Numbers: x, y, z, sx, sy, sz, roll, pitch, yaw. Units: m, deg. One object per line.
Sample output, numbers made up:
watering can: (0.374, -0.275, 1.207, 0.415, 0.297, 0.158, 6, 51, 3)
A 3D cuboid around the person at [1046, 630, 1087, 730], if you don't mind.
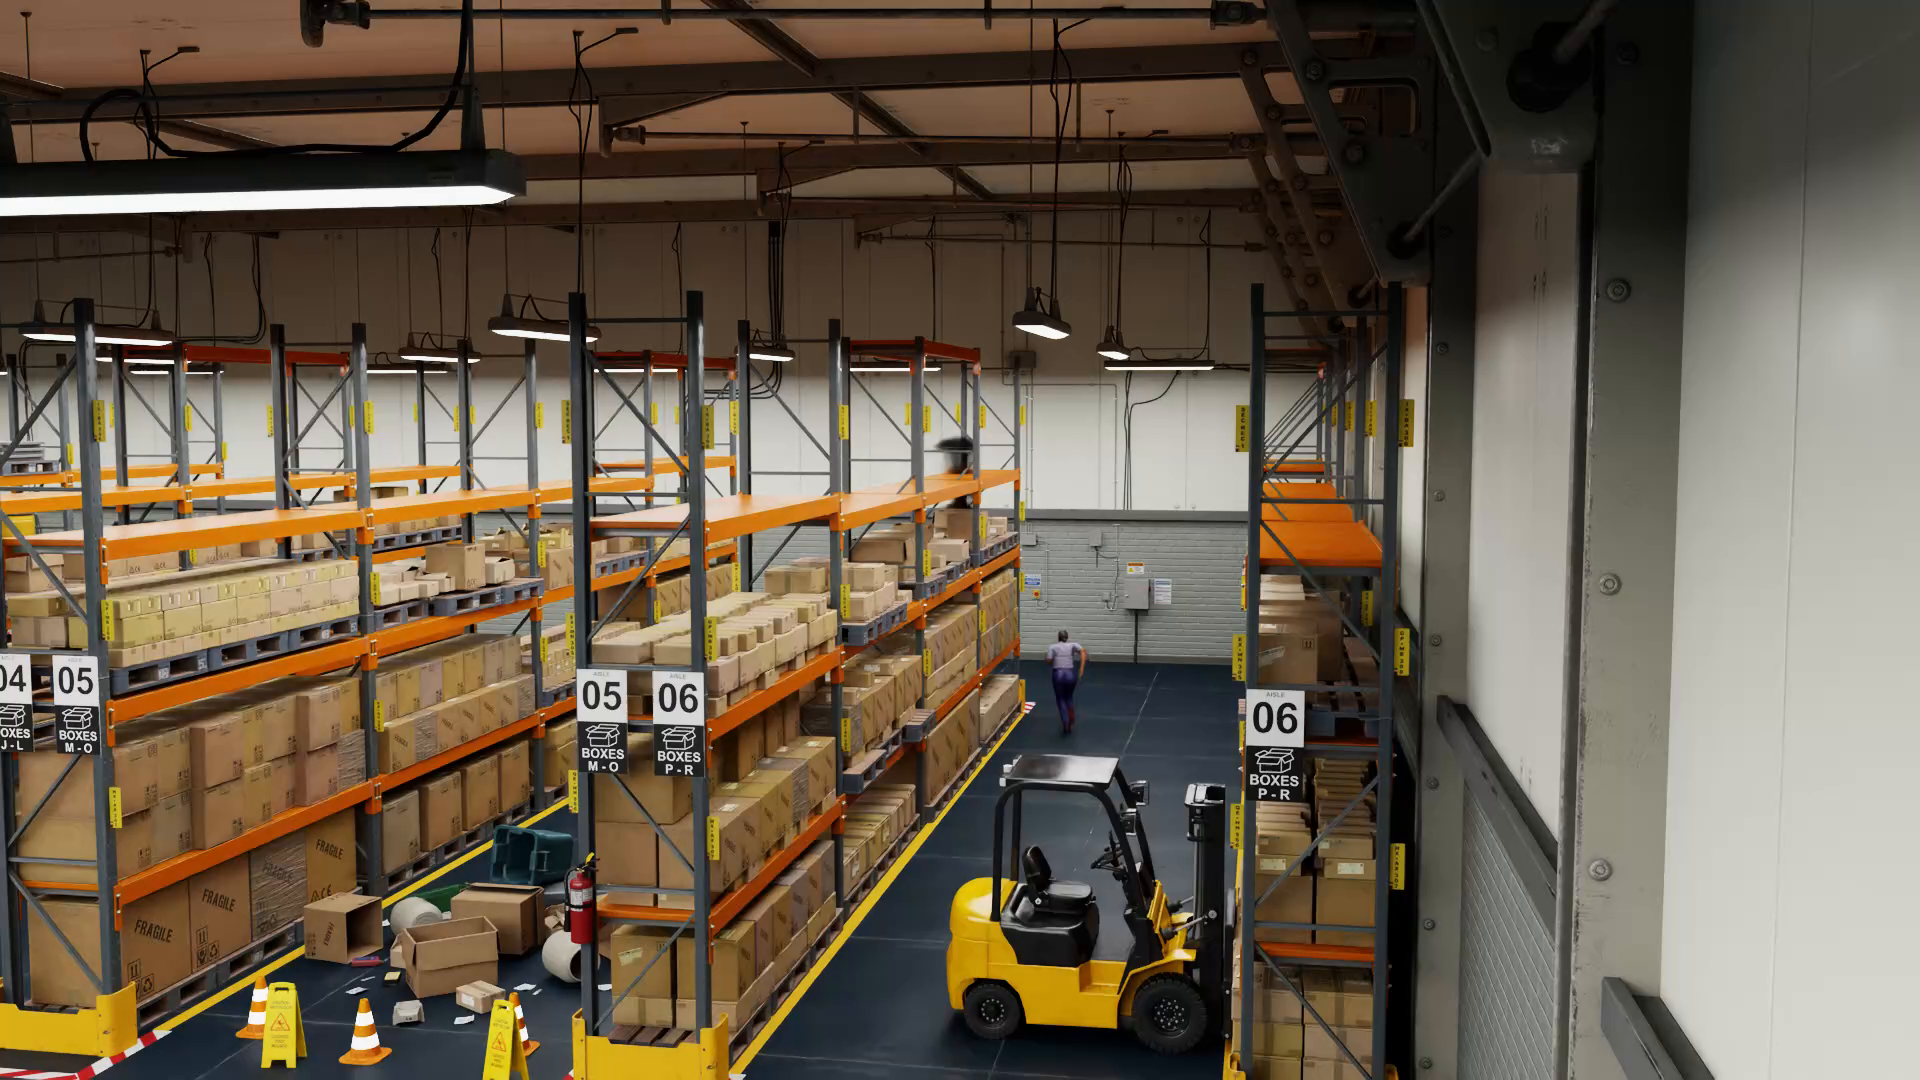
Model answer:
person: (1.689, 2.229, 26.641, 0.606, 1.573, 0.780, -1, 5, -7)
